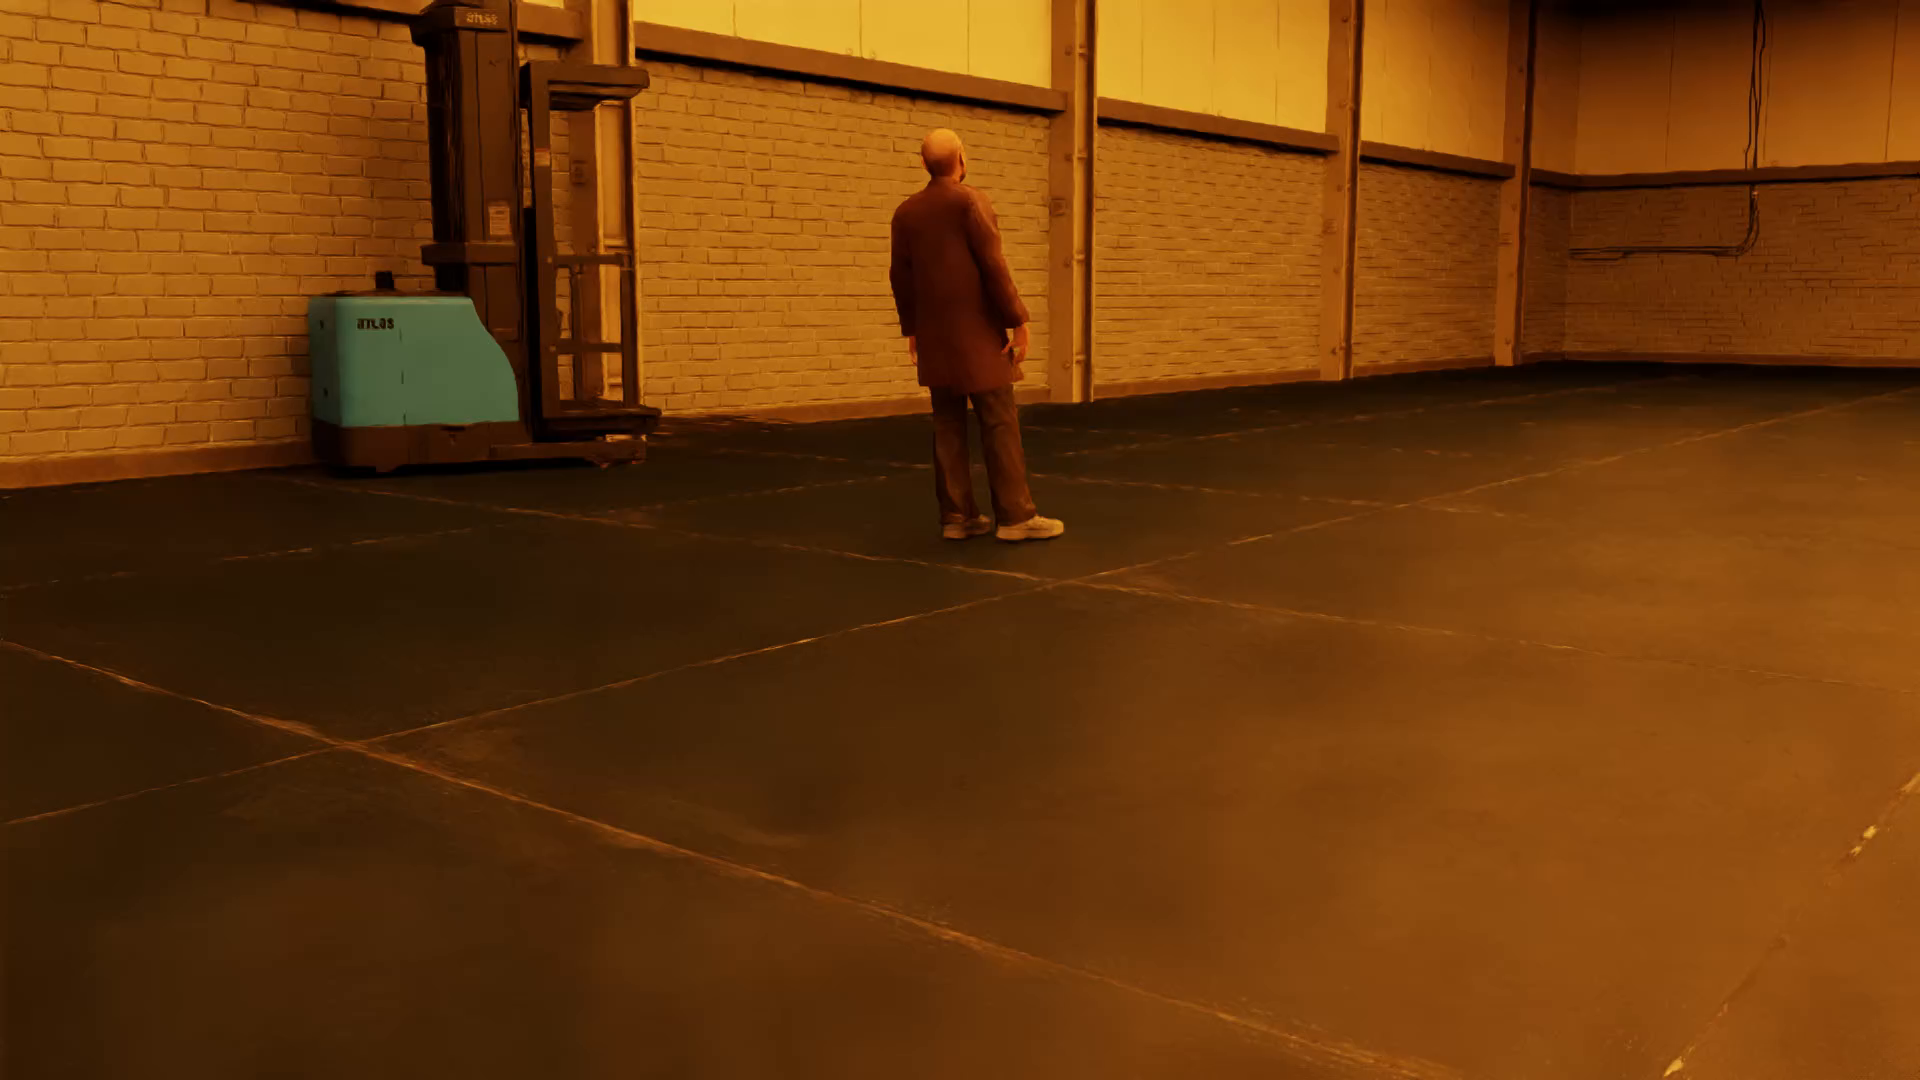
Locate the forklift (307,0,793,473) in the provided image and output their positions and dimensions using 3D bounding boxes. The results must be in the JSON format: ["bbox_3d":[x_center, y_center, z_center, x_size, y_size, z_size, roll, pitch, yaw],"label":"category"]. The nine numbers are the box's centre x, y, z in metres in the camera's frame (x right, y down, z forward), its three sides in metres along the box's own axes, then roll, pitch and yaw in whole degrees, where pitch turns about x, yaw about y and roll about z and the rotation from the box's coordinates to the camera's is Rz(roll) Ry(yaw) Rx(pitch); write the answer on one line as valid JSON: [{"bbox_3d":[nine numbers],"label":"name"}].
[{"bbox_3d":[-2.620,-1.985,10.848,3.031,2.935,1.130,-5,10,-31],"label":"forklift"}]

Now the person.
[{"bbox_3d":[0.061,-0.897,7.343,0.694,1.776,0.580,7,11,38],"label":"person"}]
